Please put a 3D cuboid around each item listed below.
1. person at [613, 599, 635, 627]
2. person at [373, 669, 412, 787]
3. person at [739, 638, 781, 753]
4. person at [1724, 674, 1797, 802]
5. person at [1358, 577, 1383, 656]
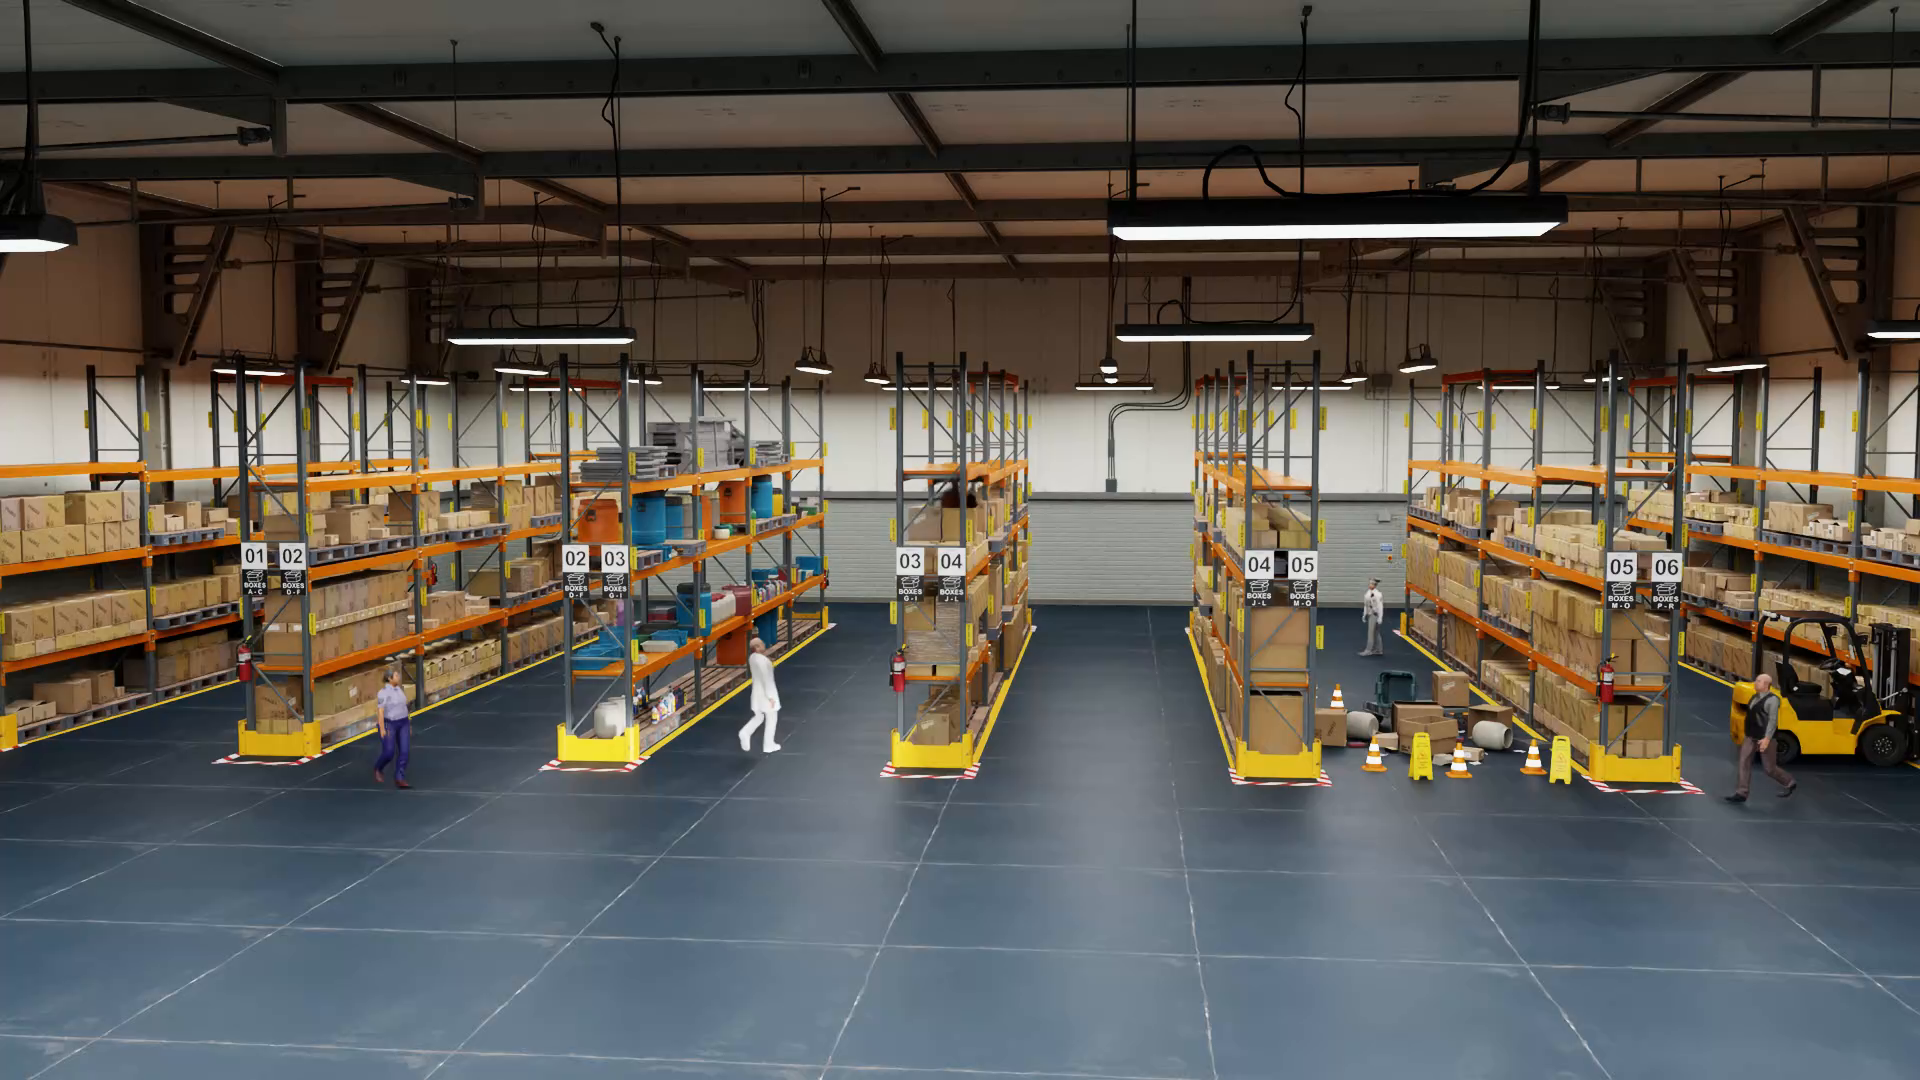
[{"bbox_3d":[-6.868,1.807,34.087,0.392,1.536,0.865,1,4,11],"label":"person"},{"bbox_3d":[-7.797,2.564,22.818,0.530,1.624,0.524,4,5,42],"label":"person"},{"bbox_3d":[-3.001,2.339,25.016,0.550,1.750,0.790,3,5,35],"label":"person"},{"bbox_3d":[10.542,2.604,21.835,0.945,1.697,0.525,-1,4,-18],"label":"person"},{"bbox_3d":[8.800,1.634,35.700,0.597,1.672,0.524,0,4,-2],"label":"person"}]
